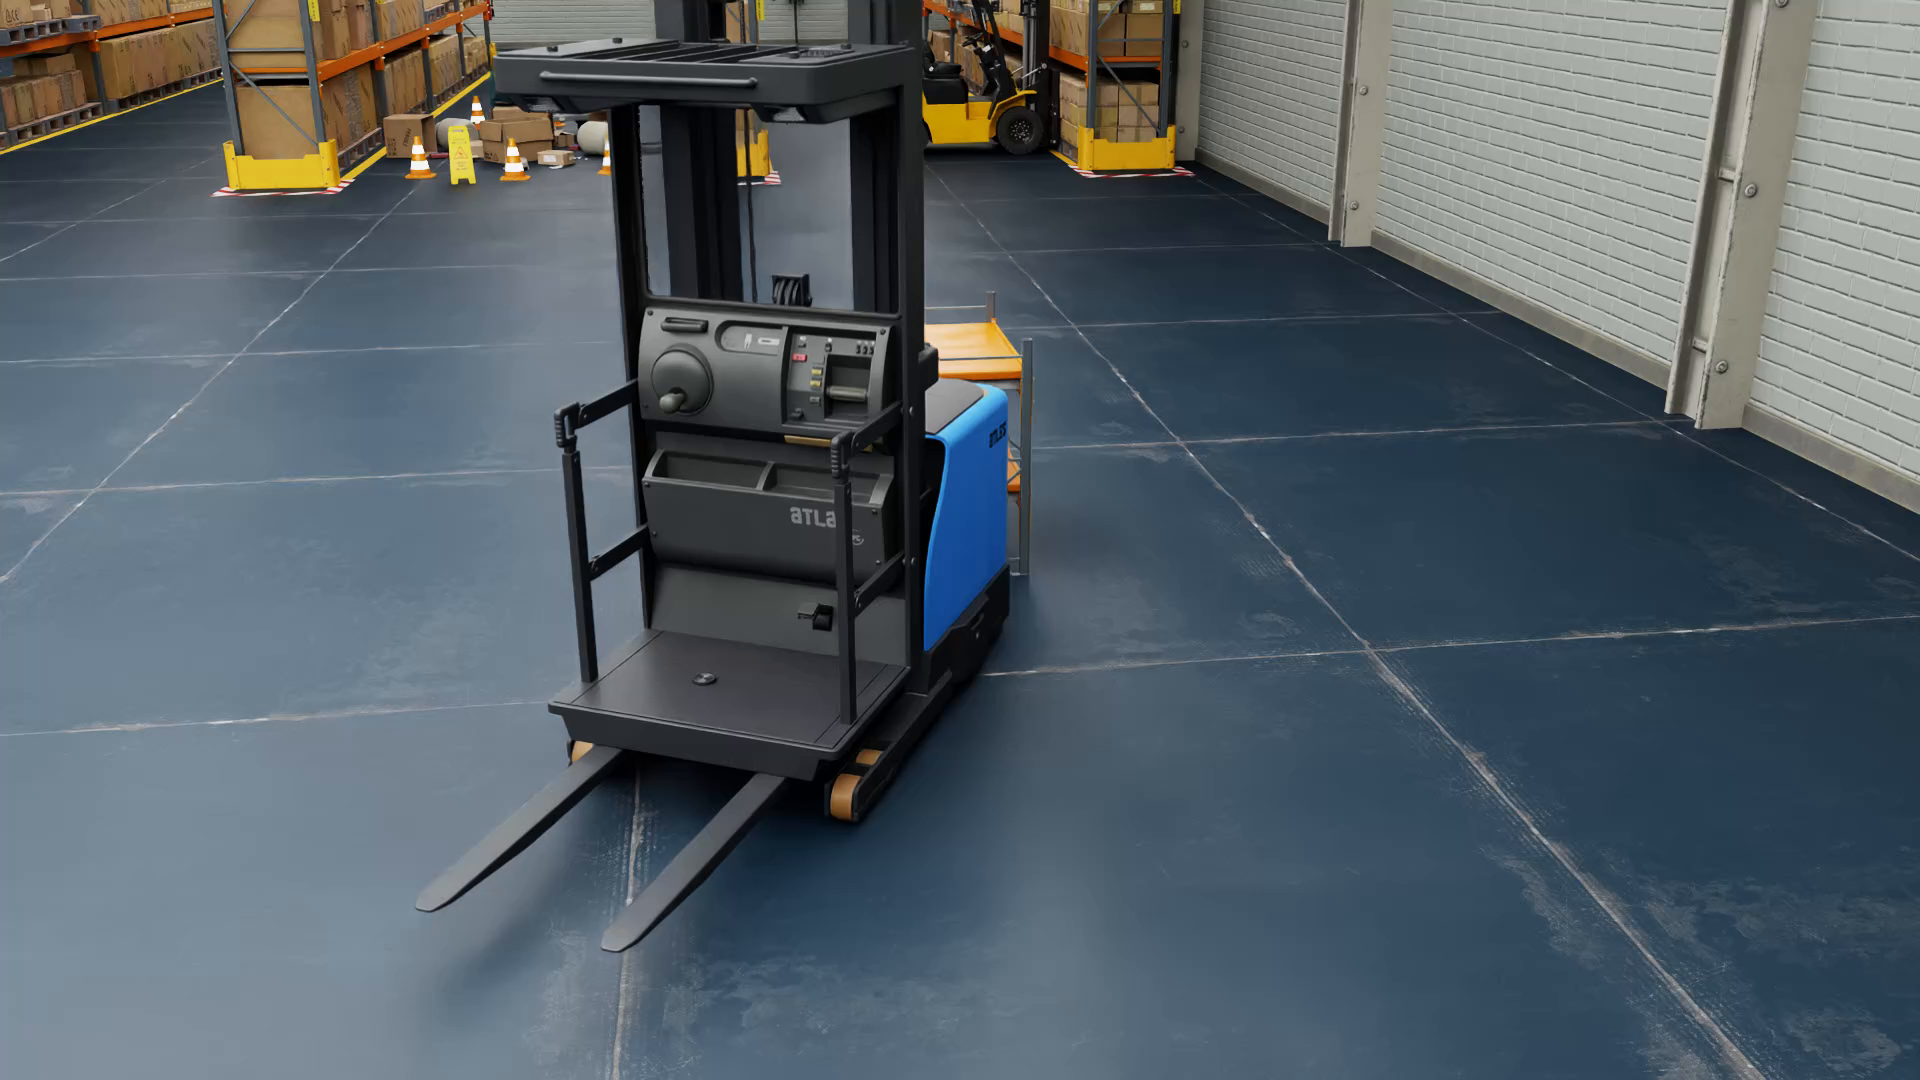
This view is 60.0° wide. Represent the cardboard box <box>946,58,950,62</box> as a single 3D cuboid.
[{"bbox_3d":[-0.054,-9.210,32.063,0.380,0.149,0.250,-4,21,-9],"label":"cardboard box"}]

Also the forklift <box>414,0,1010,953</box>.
[{"bbox_3d":[-0.752,-0.574,5.563,1.130,2.935,3.031,7,22,18],"label":"forklift"}]

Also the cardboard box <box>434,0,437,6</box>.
[{"bbox_3d":[-8.995,-9.043,27.899,0.380,0.149,0.250,-4,21,-10],"label":"cardboard box"}]

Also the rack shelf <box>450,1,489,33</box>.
[{"bbox_3d":[-9.766,-9.990,31.705,1.077,0.370,4.000,-3,21,-8],"label":"rack shelf"}]

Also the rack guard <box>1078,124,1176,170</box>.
[{"bbox_3d":[2.050,-4.837,20.452,1.175,0.500,0.348,-3,21,-8],"label":"rack guard"}]

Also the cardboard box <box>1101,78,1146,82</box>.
[{"bbox_3d":[2.089,-5.742,21.203,0.500,0.250,0.500,-3,21,-8],"label":"cardboard box"}]

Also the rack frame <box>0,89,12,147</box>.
[{"bbox_3d":[-13.247,-6.650,21.733,1.000,3.000,0.127,-3,21,-8],"label":"rack frame"}]

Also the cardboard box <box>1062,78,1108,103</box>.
[{"bbox_3d":[1.593,-5.713,21.126,0.500,0.250,0.500,-3,21,-7],"label":"cardboard box"}]

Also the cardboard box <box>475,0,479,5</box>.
[{"bbox_3d":[-9.618,-10.542,32.513,0.380,0.149,0.250,-2,21,-6],"label":"cardboard box"}]

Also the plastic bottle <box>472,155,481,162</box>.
[{"bbox_3d":[-6.170,-4.832,21.066,0.133,0.061,0.283,-11,23,-26],"label":"plastic bottle"}]

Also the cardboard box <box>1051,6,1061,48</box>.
[{"bbox_3d":[1.493,-6.751,21.861,0.500,0.500,0.500,-3,21,-7],"label":"cardboard box"}]

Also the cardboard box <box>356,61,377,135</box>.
[{"bbox_3d":[-8.303,-5.845,22.014,0.875,0.875,0.875,-3,21,-7],"label":"cardboard box"}]

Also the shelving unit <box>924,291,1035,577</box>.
[{"bbox_3d":[-0.001,-0.529,8.026,0.538,1.125,1.048,-3,21,-8],"label":"shelving unit"}]

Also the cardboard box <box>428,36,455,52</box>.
[{"bbox_3d":[-9.059,-8.588,28.823,0.500,0.250,0.500,-2,21,-5],"label":"cardboard box"}]

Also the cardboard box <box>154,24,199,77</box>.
[{"bbox_3d":[-14.417,-8.853,30.070,0.875,0.875,0.875,-3,21,-8],"label":"cardboard box"}]

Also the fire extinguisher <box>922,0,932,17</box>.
[{"bbox_3d":[-0.738,-11.372,35.021,0.296,0.674,0.183,-3,21,-8],"label":"fire extinguisher"}]

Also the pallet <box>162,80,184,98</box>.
[{"bbox_3d":[-14.215,-7.850,28.931,1.003,0.211,1.213,-3,21,-8],"label":"pallet"}]

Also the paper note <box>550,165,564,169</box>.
[{"bbox_3d":[-4.970,-4.600,20.490,0.148,0.019,0.142,-11,23,-26],"label":"paper note"}]

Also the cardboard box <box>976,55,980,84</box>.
[{"bbox_3d":[0.558,-8.121,28.645,0.500,0.500,0.500,-3,21,-9],"label":"cardboard box"}]

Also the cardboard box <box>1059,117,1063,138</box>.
[{"bbox_3d":[1.541,-5.418,21.764,0.500,0.250,0.500,-3,21,-7],"label":"cardboard box"}]

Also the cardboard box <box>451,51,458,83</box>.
[{"bbox_3d":[-9.048,-8.239,28.961,0.500,0.500,0.500,-3,21,-9],"label":"cardboard box"}]

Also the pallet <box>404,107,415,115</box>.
[{"bbox_3d":[-8.690,-6.245,24.635,1.003,0.211,1.213,-3,21,-8],"label":"pallet"}]

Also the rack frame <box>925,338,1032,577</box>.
[{"bbox_3d":[0.072,-0.353,7.554,0.500,1.125,0.032,-3,21,-8],"label":"rack frame"}]

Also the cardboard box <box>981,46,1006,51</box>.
[{"bbox_3d":[0.572,-8.274,28.127,0.380,0.149,0.250,-4,21,-10],"label":"cardboard box"}]

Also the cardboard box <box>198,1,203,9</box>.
[{"bbox_3d":[-14.340,-9.960,30.957,0.380,0.149,0.250,-4,21,-9],"label":"cardboard box"}]

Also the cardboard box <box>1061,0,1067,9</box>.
[{"bbox_3d":[1.511,-6.916,21.375,0.380,0.149,0.250,-3,21,-7],"label":"cardboard box"}]

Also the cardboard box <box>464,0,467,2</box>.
[{"bbox_3d":[-9.378,-10.176,30.606,0.500,0.500,0.500,-3,21,-8],"label":"cardboard box"}]

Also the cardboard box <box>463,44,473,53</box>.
[{"bbox_3d":[-9.405,-9.269,31.370,0.380,0.149,0.250,-2,21,-7],"label":"cardboard box"}]

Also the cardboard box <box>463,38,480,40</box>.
[{"bbox_3d":[-9.748,-9.899,33.057,0.380,0.149,0.250,-3,21,-7],"label":"cardboard box"}]

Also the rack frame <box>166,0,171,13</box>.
[{"bbox_3d":[-14.401,-9.419,29.149,1.000,3.000,0.127,-3,21,-8],"label":"rack frame"}]

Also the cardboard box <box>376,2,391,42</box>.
[{"bbox_3d":[-8.134,-7.107,22.815,0.500,0.500,0.500,-3,21,-7],"label":"cardboard box"}]

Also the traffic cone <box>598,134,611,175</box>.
[{"bbox_3d":[-4.203,-4.660,20.031,0.336,0.463,0.334,-3,21,-8],"label":"traffic cone"}]

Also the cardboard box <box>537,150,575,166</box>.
[{"bbox_3d":[-5.052,-4.781,20.803,0.380,0.149,0.250,8,22,20],"label":"cardboard box"}]

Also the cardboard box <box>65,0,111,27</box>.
[{"bbox_3d":[-13.625,-8.263,25.910,0.500,0.500,0.500,-2,21,-6],"label":"cardboard box"}]

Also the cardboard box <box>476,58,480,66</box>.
[{"bbox_3d":[-9.515,-9.264,32.206,0.380,0.149,0.250,-3,21,-7],"label":"cardboard box"}]

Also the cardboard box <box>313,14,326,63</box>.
[{"bbox_3d":[-7.947,-5.866,19.419,0.875,0.550,0.550,-3,21,-8],"label":"cardboard box"}]

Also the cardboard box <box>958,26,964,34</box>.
[{"bbox_3d":[0.166,-9.505,30.999,0.380,0.149,0.250,-3,21,-9],"label":"cardboard box"}]

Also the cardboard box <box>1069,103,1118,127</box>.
[{"bbox_3d":[1.667,-5.312,20.766,0.500,0.250,0.500,-3,21,-8],"label":"cardboard box"}]

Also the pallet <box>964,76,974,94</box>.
[{"bbox_3d":[0.651,-8.161,29.766,1.003,0.211,1.213,-3,21,-8],"label":"pallet"}]

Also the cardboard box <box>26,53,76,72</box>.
[{"bbox_3d":[-13.698,-7.190,25.053,0.500,0.250,0.500,-2,21,-6],"label":"cardboard box"}]

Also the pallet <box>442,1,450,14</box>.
[{"bbox_3d":[-9.512,-9.273,29.030,1.003,0.211,1.213,-3,21,-8],"label":"pallet"}]

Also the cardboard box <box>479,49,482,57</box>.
[{"bbox_3d":[-9.532,-9.493,32.396,0.380,0.149,0.250,-3,21,-7],"label":"cardboard box"}]

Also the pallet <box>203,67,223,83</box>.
[{"bbox_3d":[-14.612,-8.804,31.485,1.003,0.211,1.213,-3,21,-8],"label":"pallet"}]

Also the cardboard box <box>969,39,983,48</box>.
[{"bbox_3d":[0.356,-8.914,29.841,0.380,0.149,0.250,-2,21,-6],"label":"cardboard box"}]

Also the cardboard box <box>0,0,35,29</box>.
[{"bbox_3d":[-13.223,-7.409,22.310,1.000,1.000,1.000,-3,21,-7],"label":"cardboard box"}]

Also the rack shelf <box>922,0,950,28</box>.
[{"bbox_3d":[0.029,-10.526,33.140,1.077,0.370,4.000,-3,21,-8],"label":"rack shelf"}]

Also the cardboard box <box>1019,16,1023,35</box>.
[{"bbox_3d":[1.139,-7.492,24.203,0.500,0.250,0.500,-2,21,-7],"label":"cardboard box"}]

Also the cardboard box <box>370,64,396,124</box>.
[{"bbox_3d":[-8.503,-6.218,23.192,1.050,0.750,0.750,-3,21,-8],"label":"cardboard box"}]
